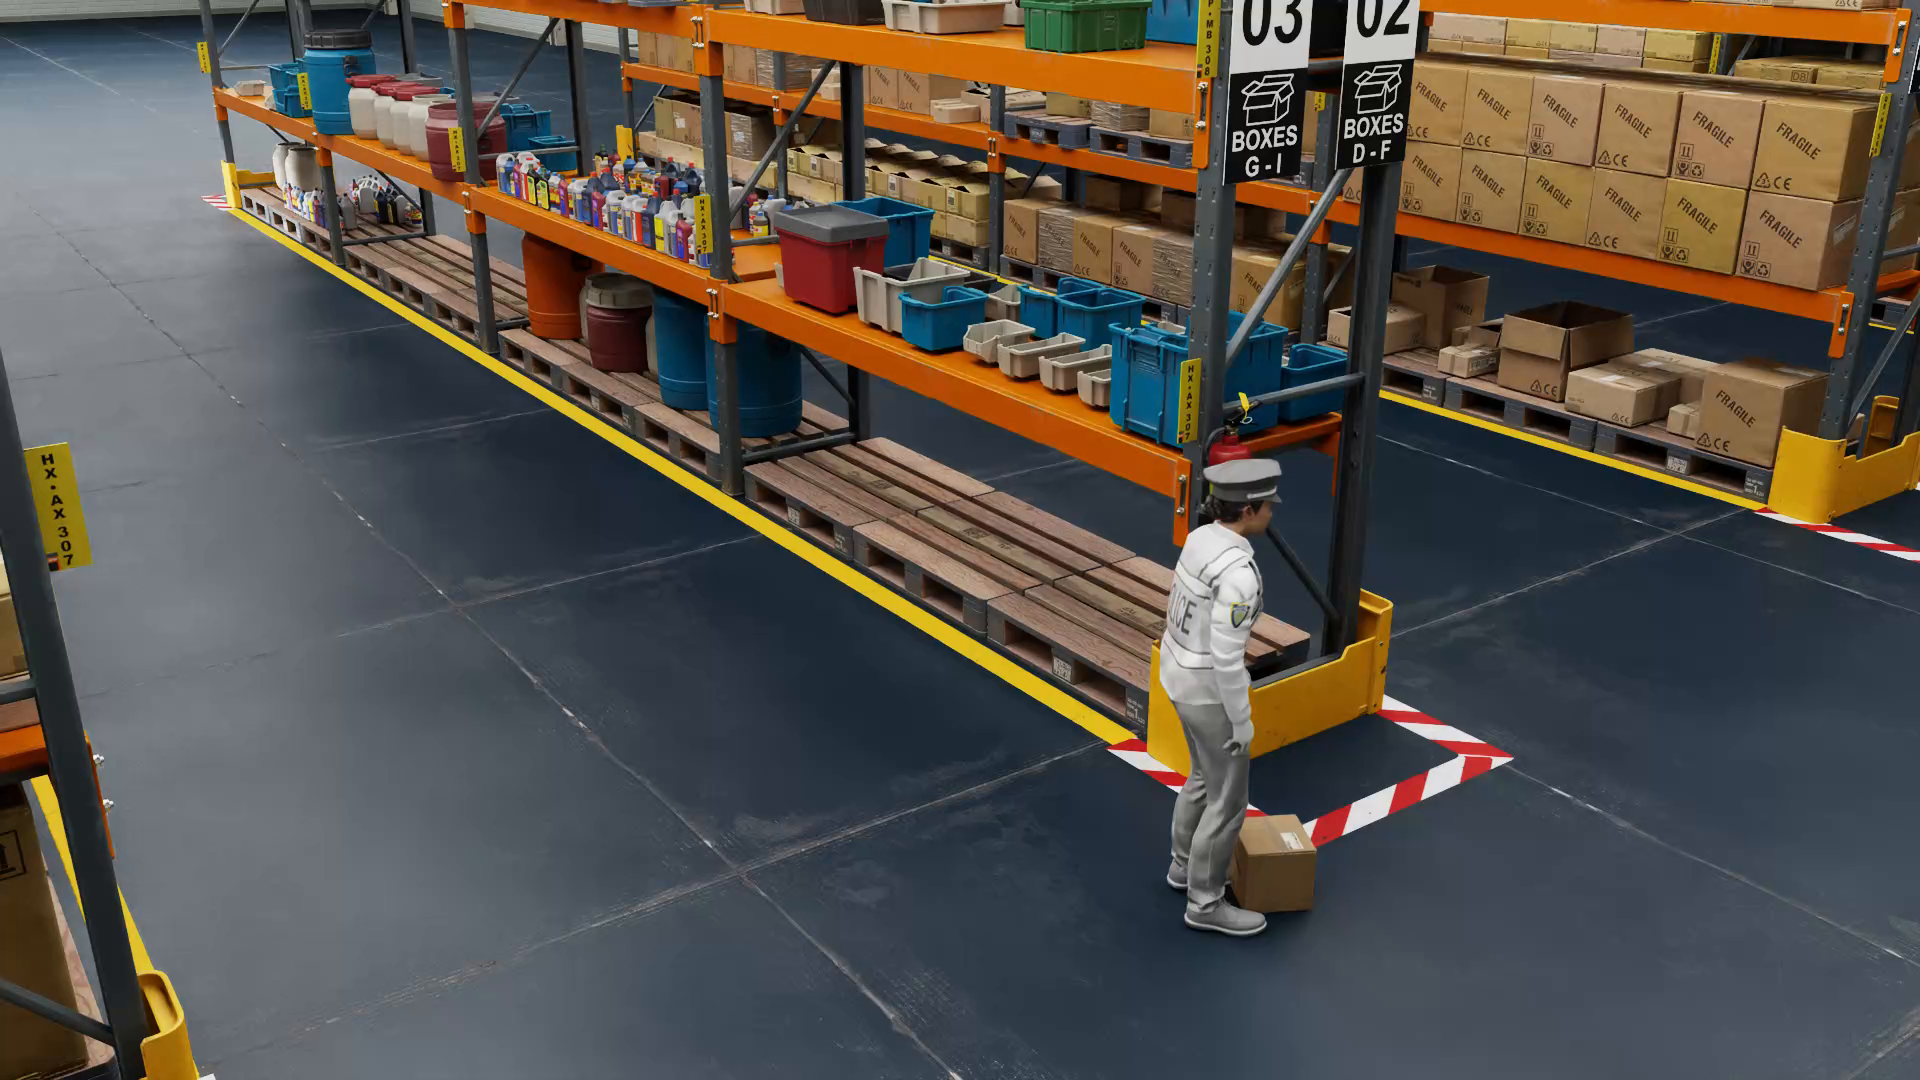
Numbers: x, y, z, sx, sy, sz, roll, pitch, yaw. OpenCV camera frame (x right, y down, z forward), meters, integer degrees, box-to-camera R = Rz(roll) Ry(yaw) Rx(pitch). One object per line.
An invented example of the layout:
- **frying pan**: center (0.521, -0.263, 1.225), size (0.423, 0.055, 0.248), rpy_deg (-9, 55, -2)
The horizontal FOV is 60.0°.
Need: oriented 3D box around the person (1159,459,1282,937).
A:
- **person**: center (0.884, 0.528, 5.741), size (0.374, 1.661, 0.526), rpy_deg (-3, 22, -7)
